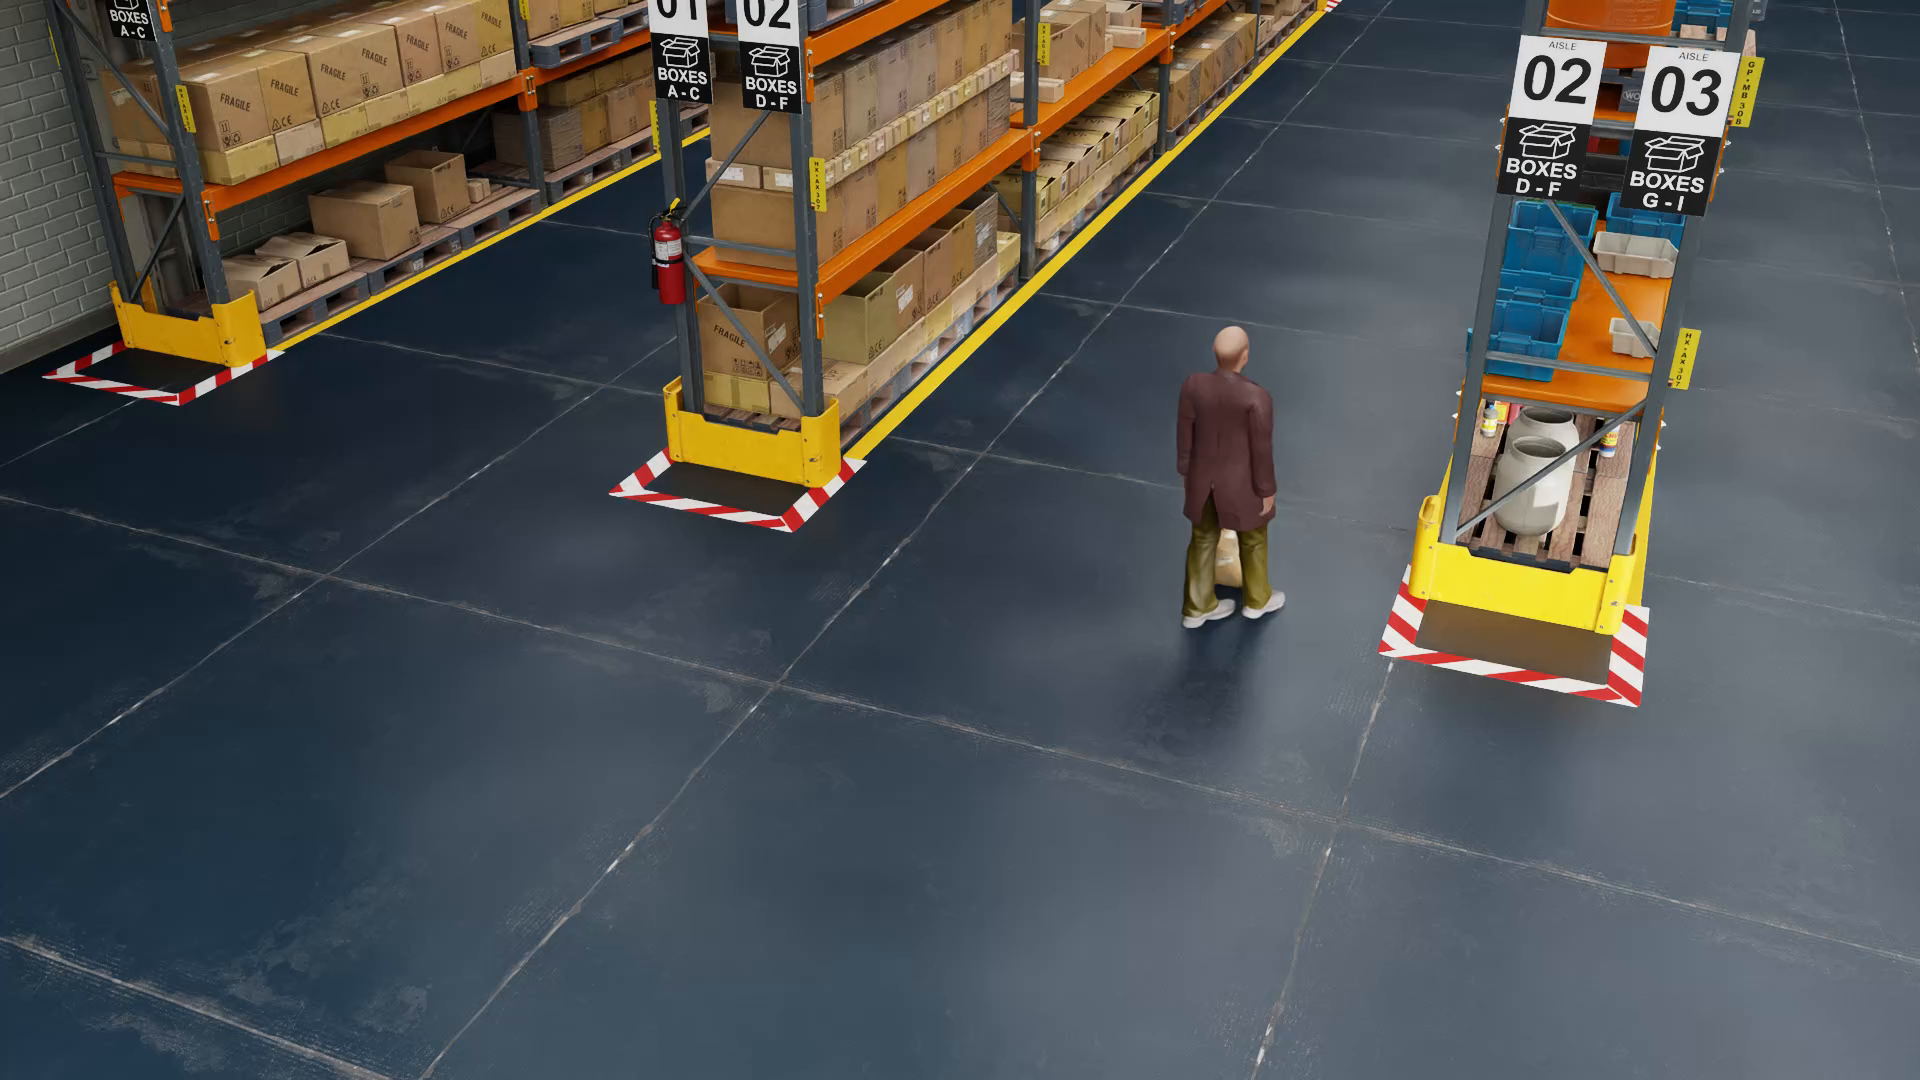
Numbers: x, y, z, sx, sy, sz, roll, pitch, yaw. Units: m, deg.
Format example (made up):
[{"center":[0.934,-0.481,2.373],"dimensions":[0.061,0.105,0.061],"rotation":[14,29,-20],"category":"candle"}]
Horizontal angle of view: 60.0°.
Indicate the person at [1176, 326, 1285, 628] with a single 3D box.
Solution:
[{"center":[1.520,-0.374,9.085],"dimensions":[0.591,1.780,0.625],"rotation":[18,34,29],"category":"person"}]
